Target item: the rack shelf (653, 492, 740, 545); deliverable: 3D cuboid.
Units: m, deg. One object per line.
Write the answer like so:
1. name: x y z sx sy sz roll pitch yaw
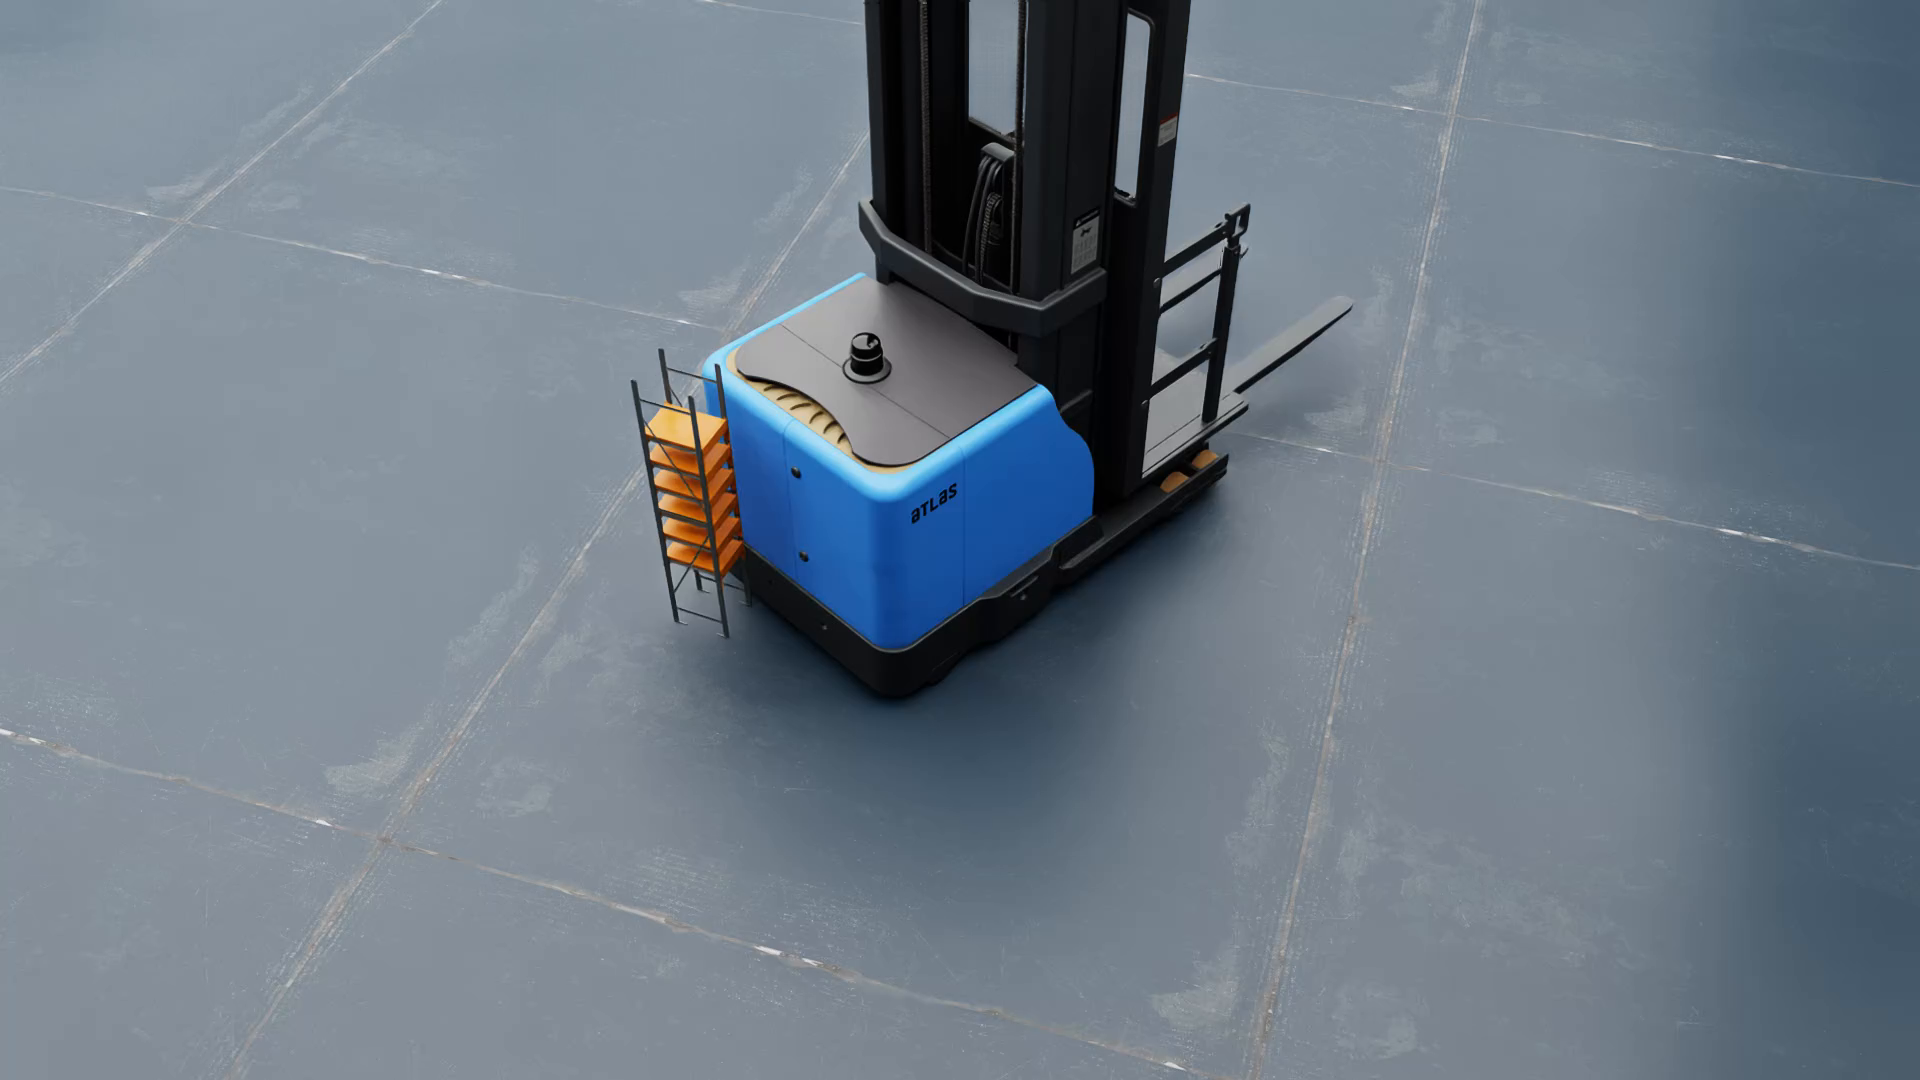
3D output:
1. rack shelf: -0.959 -0.109 6.066 0.258 0.103 0.180 16 47 16

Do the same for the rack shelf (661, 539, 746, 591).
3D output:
1. rack shelf: -0.958 0.062 6.234 0.258 0.103 0.180 16 47 16

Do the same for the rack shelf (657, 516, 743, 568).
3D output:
1. rack shelf: -0.959 -0.023 6.150 0.258 0.103 0.180 16 47 16

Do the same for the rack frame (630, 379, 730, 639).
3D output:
1. rack frame: -0.995 -0.081 5.975 0.240 1.200 0.006 16 47 16

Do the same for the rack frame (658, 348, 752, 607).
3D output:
1. rack frame: -0.924 -0.199 6.094 0.240 1.200 0.006 16 47 16

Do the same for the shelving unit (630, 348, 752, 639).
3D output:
1. shelving unit: -0.959 -0.140 6.034 0.258 1.200 0.189 16 47 16

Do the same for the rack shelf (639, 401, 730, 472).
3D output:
1. rack shelf: -0.960 -0.365 5.813 0.258 0.103 0.180 16 47 16

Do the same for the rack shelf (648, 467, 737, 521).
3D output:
1. rack shelf: -0.959 -0.194 5.981 0.258 0.103 0.180 16 47 16

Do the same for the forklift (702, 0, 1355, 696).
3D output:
1. forklift: 0.475 -1.398 6.083 3.031 2.935 1.130 -34 54 -30

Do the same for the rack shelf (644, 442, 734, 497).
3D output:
1. rack shelf: -0.960 -0.279 5.897 0.258 0.103 0.180 16 47 16
